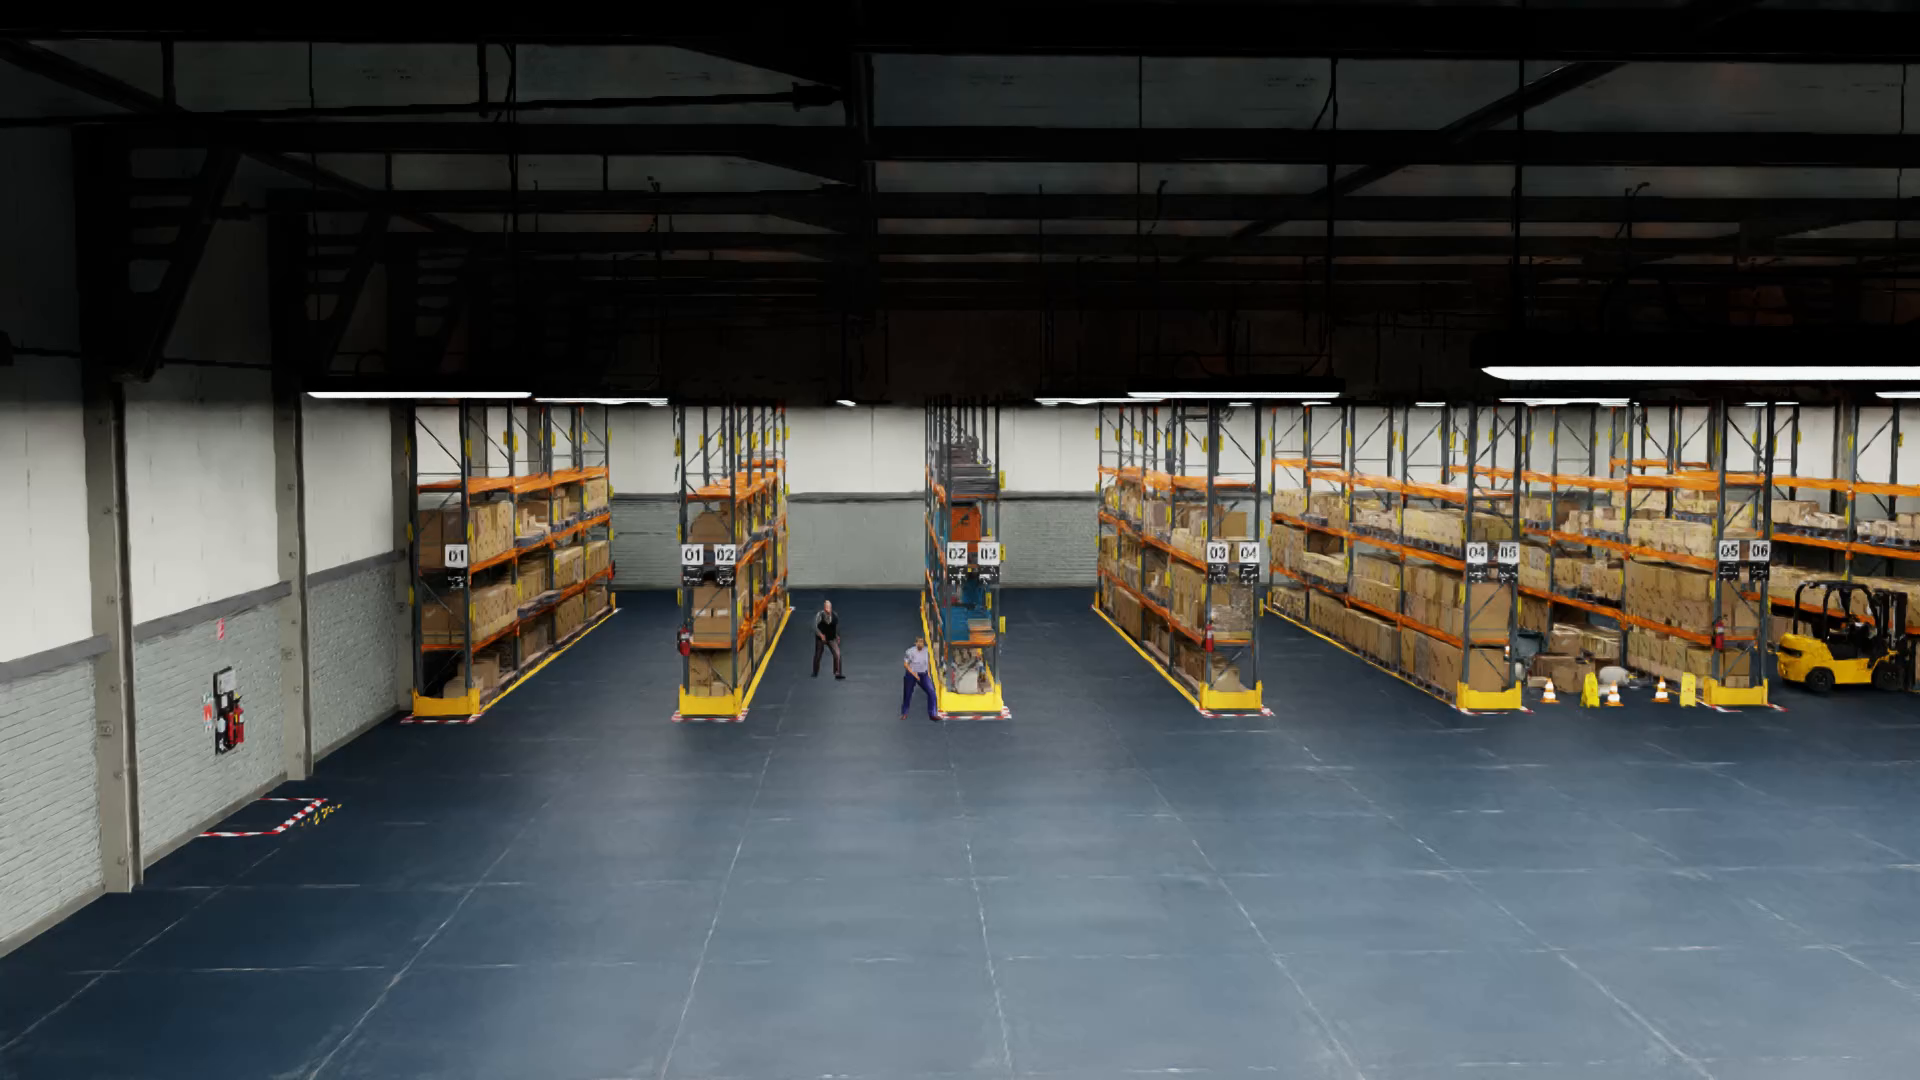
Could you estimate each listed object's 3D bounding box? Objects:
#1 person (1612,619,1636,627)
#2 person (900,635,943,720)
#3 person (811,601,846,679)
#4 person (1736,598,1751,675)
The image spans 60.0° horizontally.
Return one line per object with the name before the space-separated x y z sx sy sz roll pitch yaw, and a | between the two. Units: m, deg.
person | 17.470 1.428 43.687 0.560 1.663 0.586 2 5 18
person | -0.757 2.514 30.548 0.660 1.585 0.785 -2 5 -23
person | -2.835 2.101 35.293 0.674 1.664 0.841 -2 5 -20
person | 16.784 2.064 35.728 0.465 1.662 0.498 2 5 28
